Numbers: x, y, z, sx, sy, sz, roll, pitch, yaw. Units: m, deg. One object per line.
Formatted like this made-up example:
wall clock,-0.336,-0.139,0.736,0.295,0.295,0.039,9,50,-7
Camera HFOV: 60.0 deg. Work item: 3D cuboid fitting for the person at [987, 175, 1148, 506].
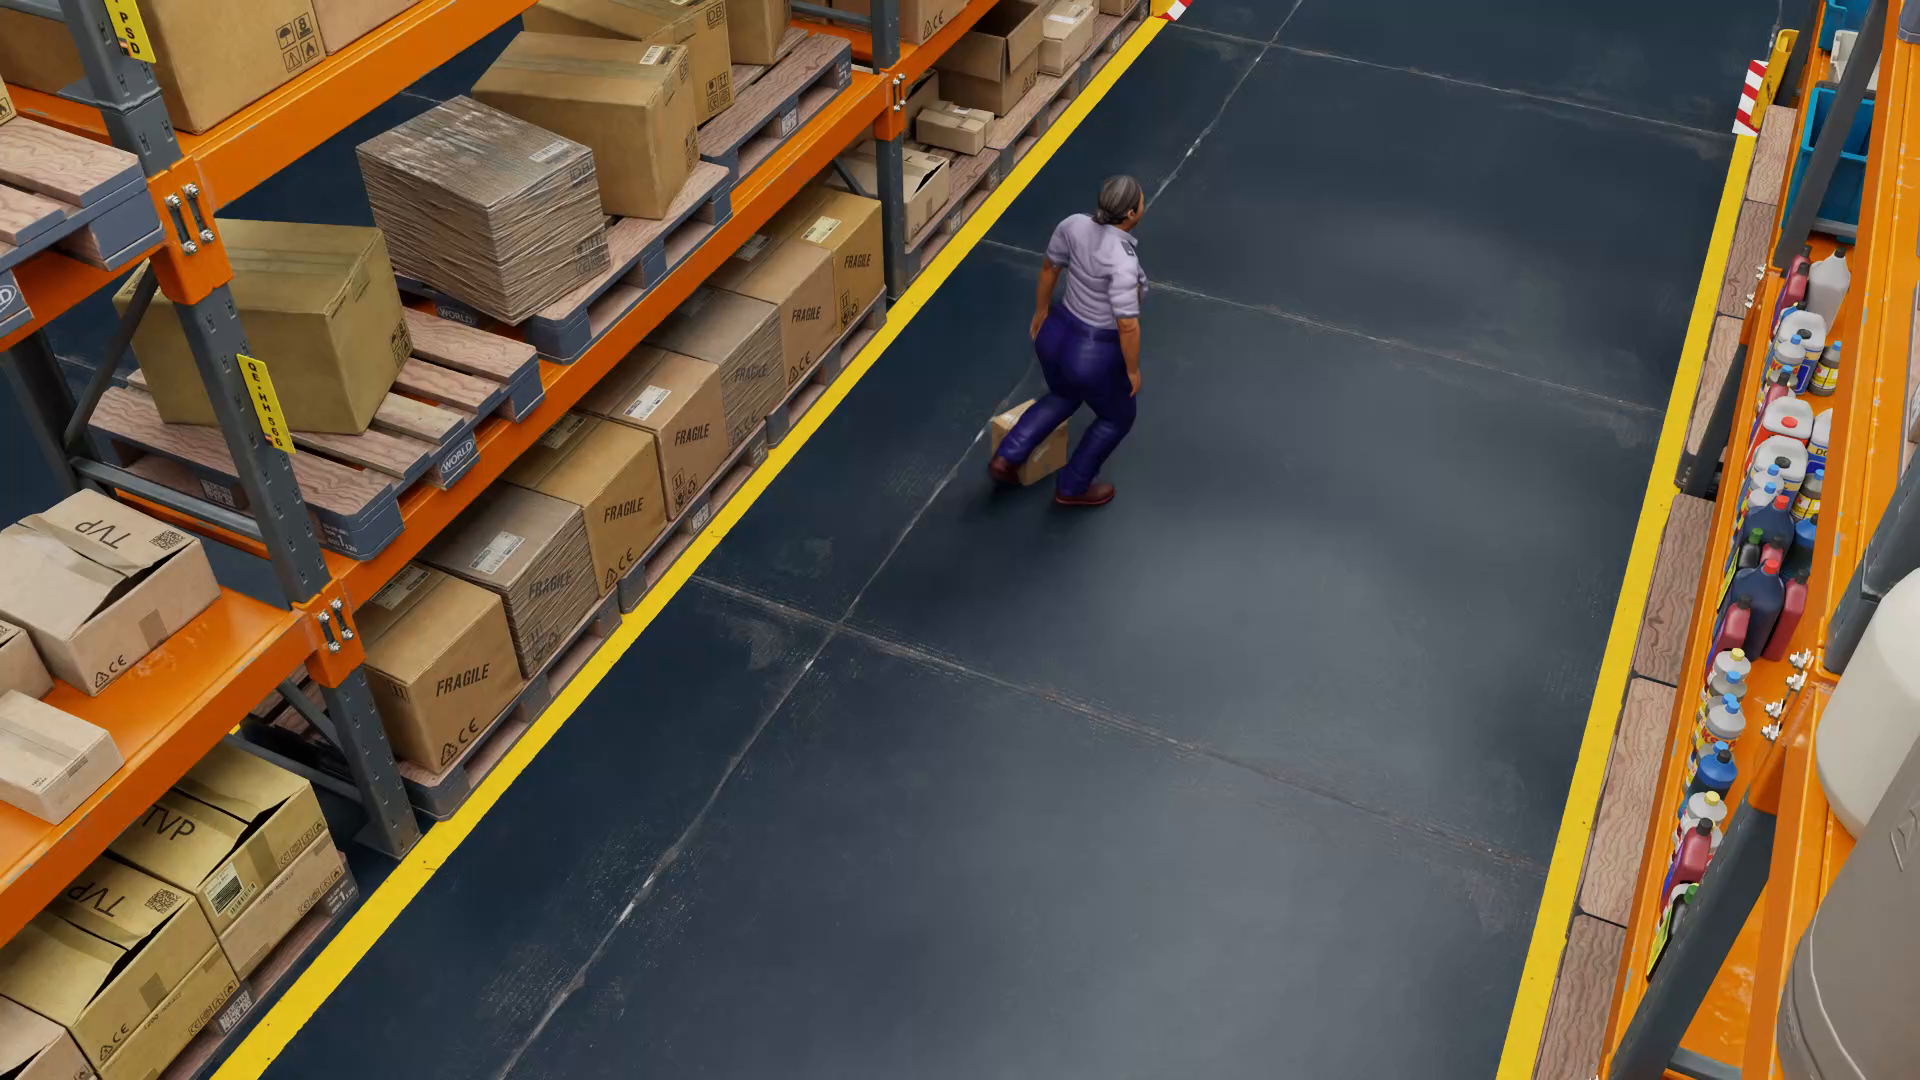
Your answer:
person,0.473,-0.793,7.104,0.631,1.576,0.640,-24,48,-24
